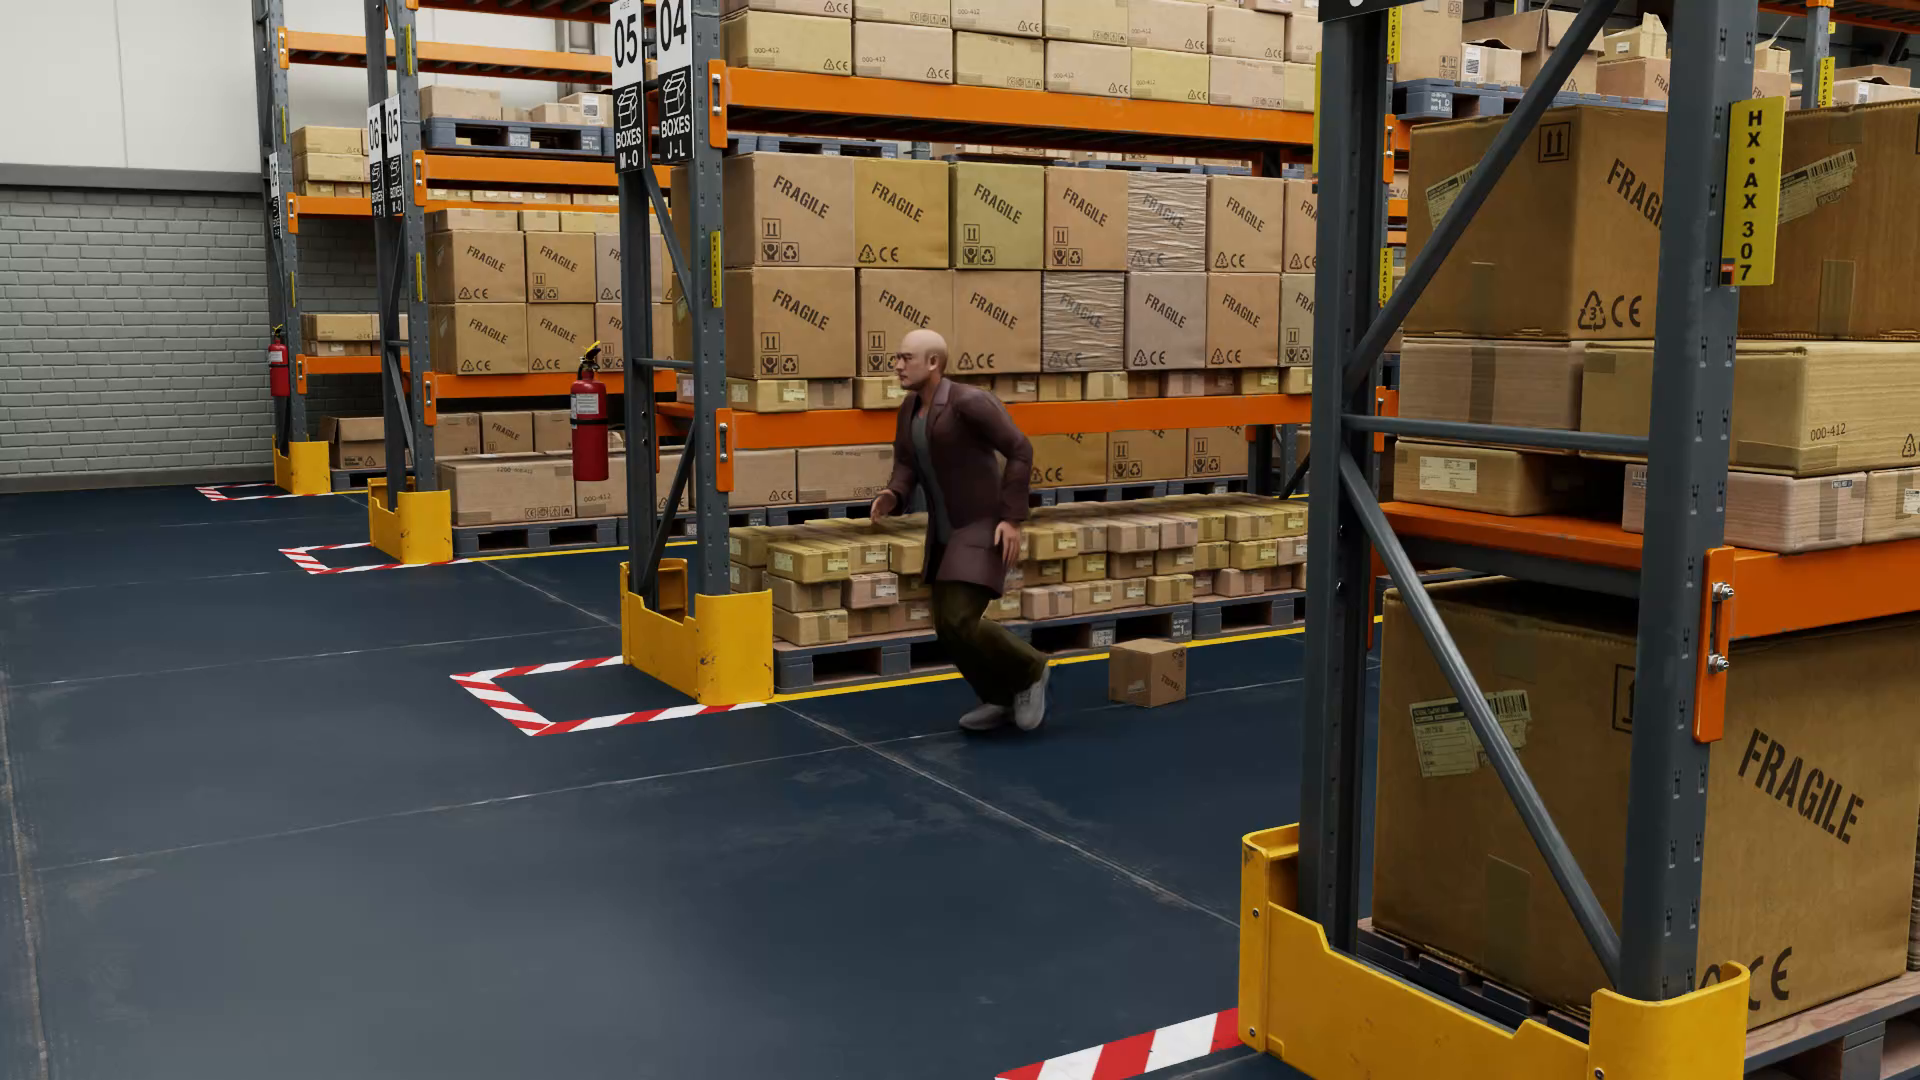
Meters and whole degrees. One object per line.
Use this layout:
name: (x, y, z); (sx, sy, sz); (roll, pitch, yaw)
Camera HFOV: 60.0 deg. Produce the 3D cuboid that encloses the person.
person: (-0.017, -0.025, 6.853); (0.792, 1.676, 0.678); (-6, 10, -35)
